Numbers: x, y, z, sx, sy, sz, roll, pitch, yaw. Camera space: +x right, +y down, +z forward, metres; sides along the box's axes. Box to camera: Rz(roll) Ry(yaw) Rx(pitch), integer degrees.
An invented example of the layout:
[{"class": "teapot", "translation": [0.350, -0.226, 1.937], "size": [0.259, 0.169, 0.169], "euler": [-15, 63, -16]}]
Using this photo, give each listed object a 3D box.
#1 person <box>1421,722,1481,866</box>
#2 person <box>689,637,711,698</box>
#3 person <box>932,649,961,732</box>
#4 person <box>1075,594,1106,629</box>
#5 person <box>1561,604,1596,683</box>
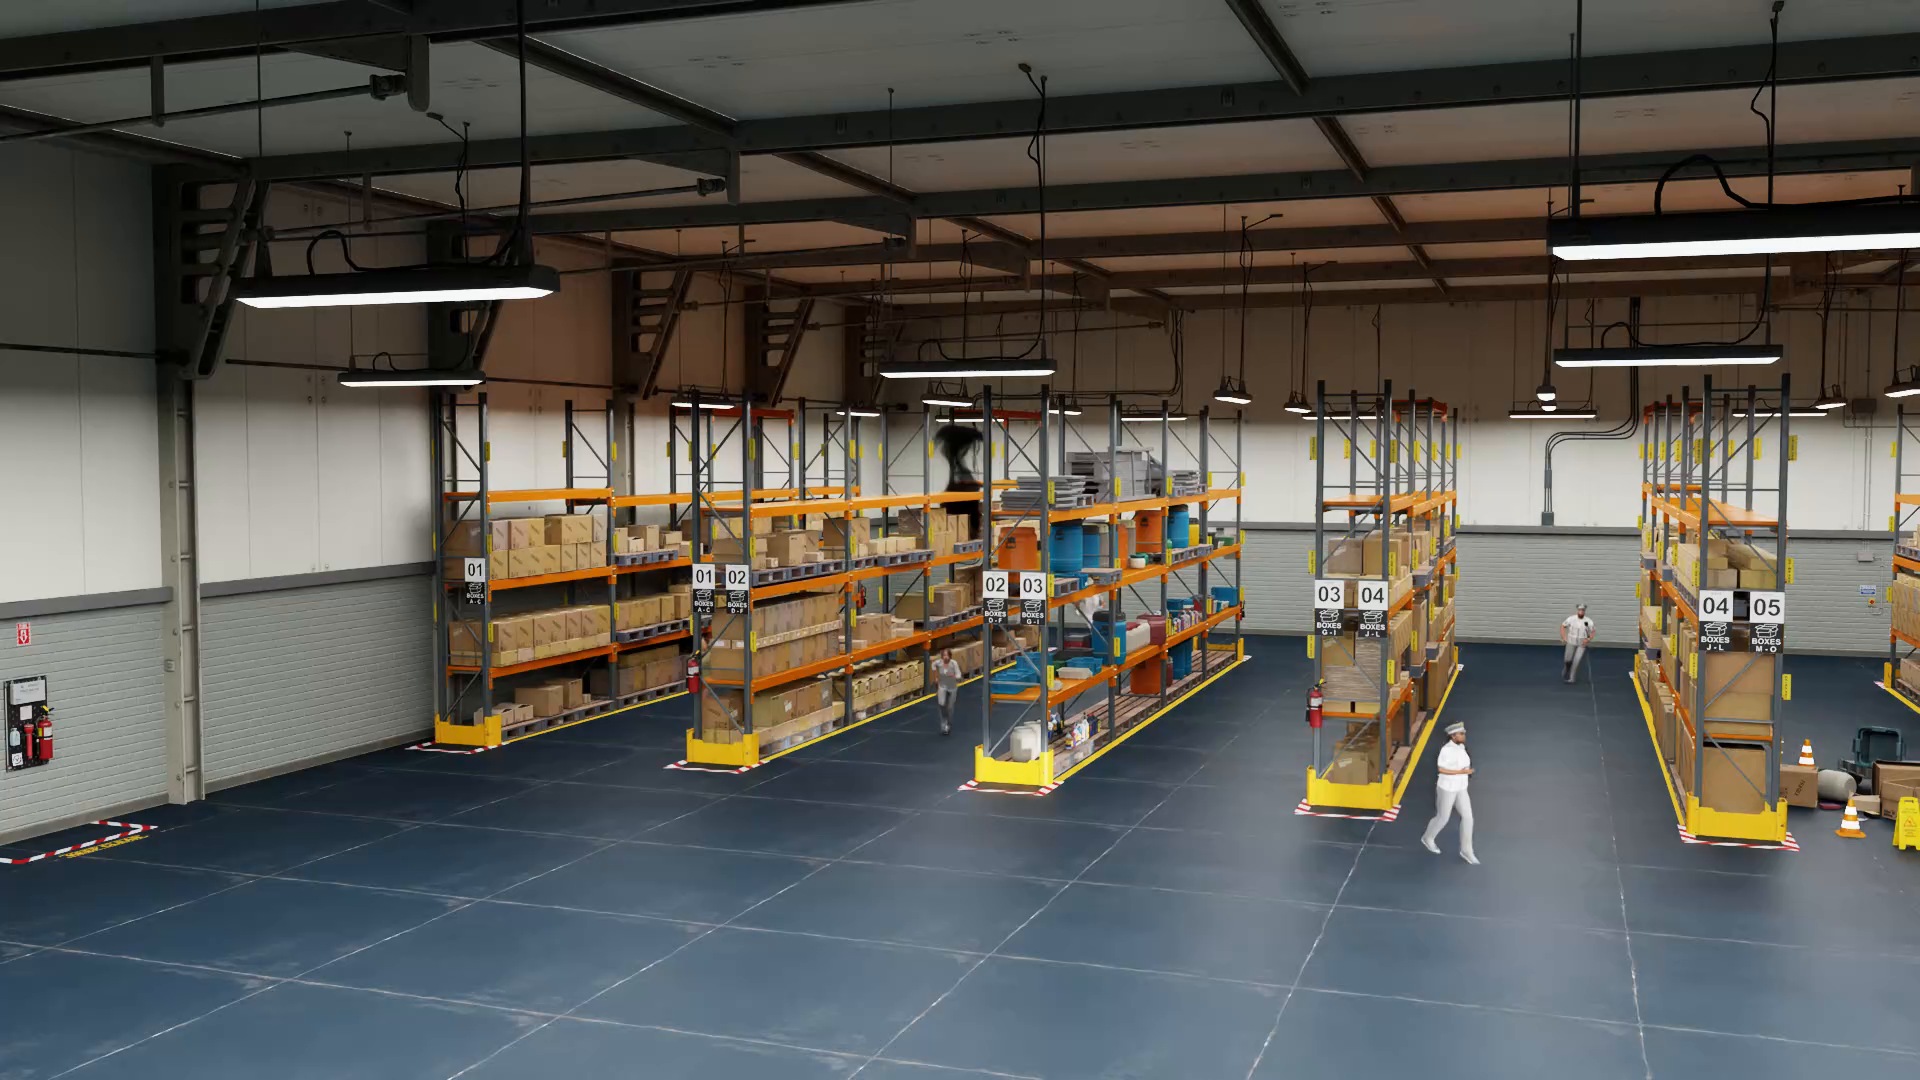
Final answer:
[{"class": "person", "translation": [5.982, 3.078, 20.336], "size": [0.555, 1.747, 0.816], "euler": [-2, 4, -36]}, {"class": "person", "translation": [-4.642, 2.579, 30.328], "size": [0.579, 1.658, 1.059], "euler": [0, 3, 9]}, {"class": "person", "translation": [-0.241, 2.653, 29.334], "size": [0.526, 1.523, 0.822], "euler": [0, 3, 0]}, {"class": "person", "translation": [3.272, 1.930, 41.308], "size": [0.713, 1.806, 0.737], "euler": [-1, 3, -17]}, {"class": "person", "translation": [13.400, 2.228, 36.047], "size": [0.723, 1.714, 0.570], "euler": [1, 3, 19]}]
